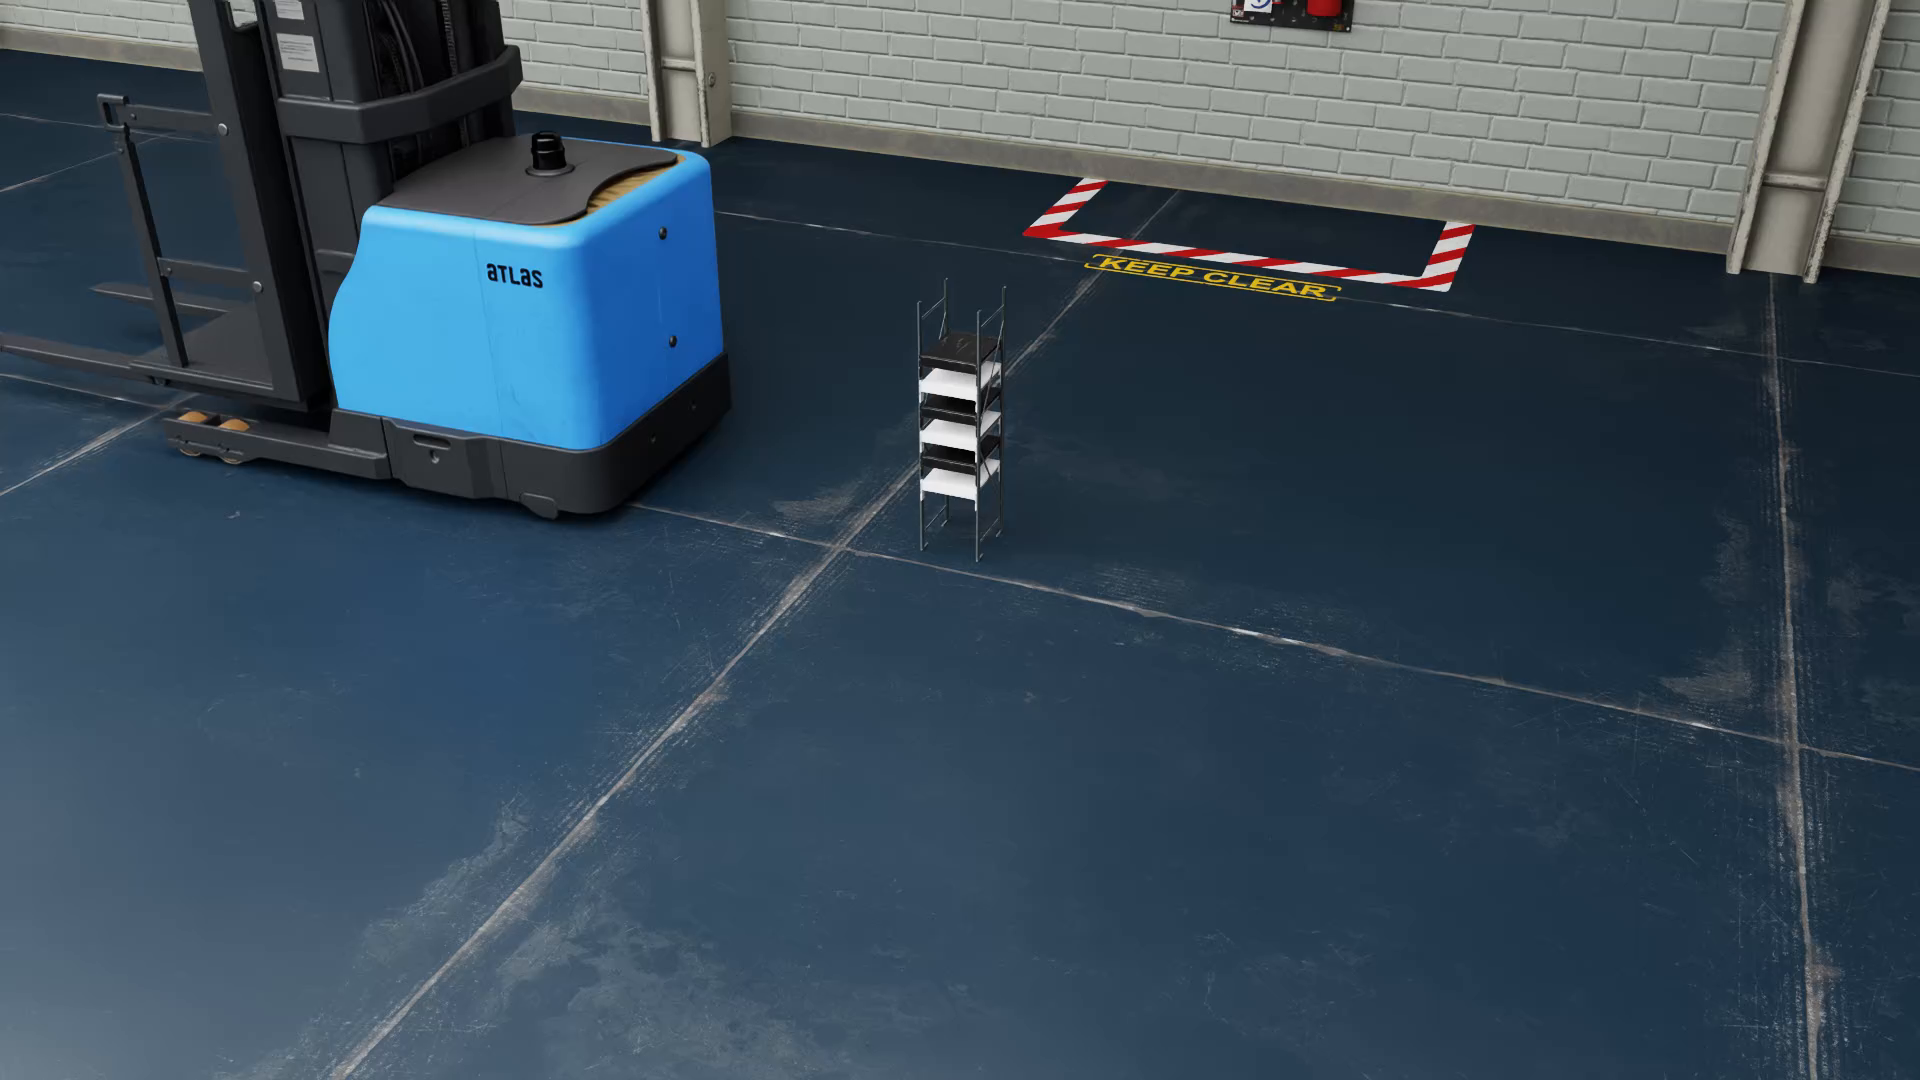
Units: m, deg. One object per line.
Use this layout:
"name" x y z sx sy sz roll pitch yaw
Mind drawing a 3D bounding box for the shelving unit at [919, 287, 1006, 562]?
"shelving unit" -7.401 -3.354 10.769 18.469 0.900 6.000 11 31 19

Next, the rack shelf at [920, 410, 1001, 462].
"rack shelf" 0.008 -0.361 5.542 0.200 0.077 0.258 11 31 19

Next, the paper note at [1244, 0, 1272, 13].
"paper note" 1.533 -2.787 8.527 0.142 0.148 0.016 11 31 19

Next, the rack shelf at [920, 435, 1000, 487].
"rack shelf" 0.008 -0.283 5.587 0.200 0.077 0.258 11 31 19

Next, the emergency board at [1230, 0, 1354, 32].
"emergency board" 1.671 -3.106 8.197 0.643 1.169 0.194 11 31 19

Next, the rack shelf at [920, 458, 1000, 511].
"rack shelf" -7.404 -3.082 10.924 18.464 0.275 6.000 11 31 19

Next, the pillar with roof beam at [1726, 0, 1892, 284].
"pillar with roof beam" 2.328 -3.280 2.408 0.400 9.000 9.100 11 31 19

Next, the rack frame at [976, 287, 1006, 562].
"rack frame" 0.102 -0.371 5.493 0.006 0.900 0.240 11 31 19

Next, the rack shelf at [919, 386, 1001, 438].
"rack shelf" 0.008 -0.440 5.498 0.200 0.077 0.258 11 31 19

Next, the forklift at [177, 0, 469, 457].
"forklift" -2.467 -1.792 5.942 3.031 2.935 1.121 10 31 18

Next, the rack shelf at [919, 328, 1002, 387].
"rack shelf" 0.008 -0.596 5.409 0.200 0.077 0.258 11 31 19
